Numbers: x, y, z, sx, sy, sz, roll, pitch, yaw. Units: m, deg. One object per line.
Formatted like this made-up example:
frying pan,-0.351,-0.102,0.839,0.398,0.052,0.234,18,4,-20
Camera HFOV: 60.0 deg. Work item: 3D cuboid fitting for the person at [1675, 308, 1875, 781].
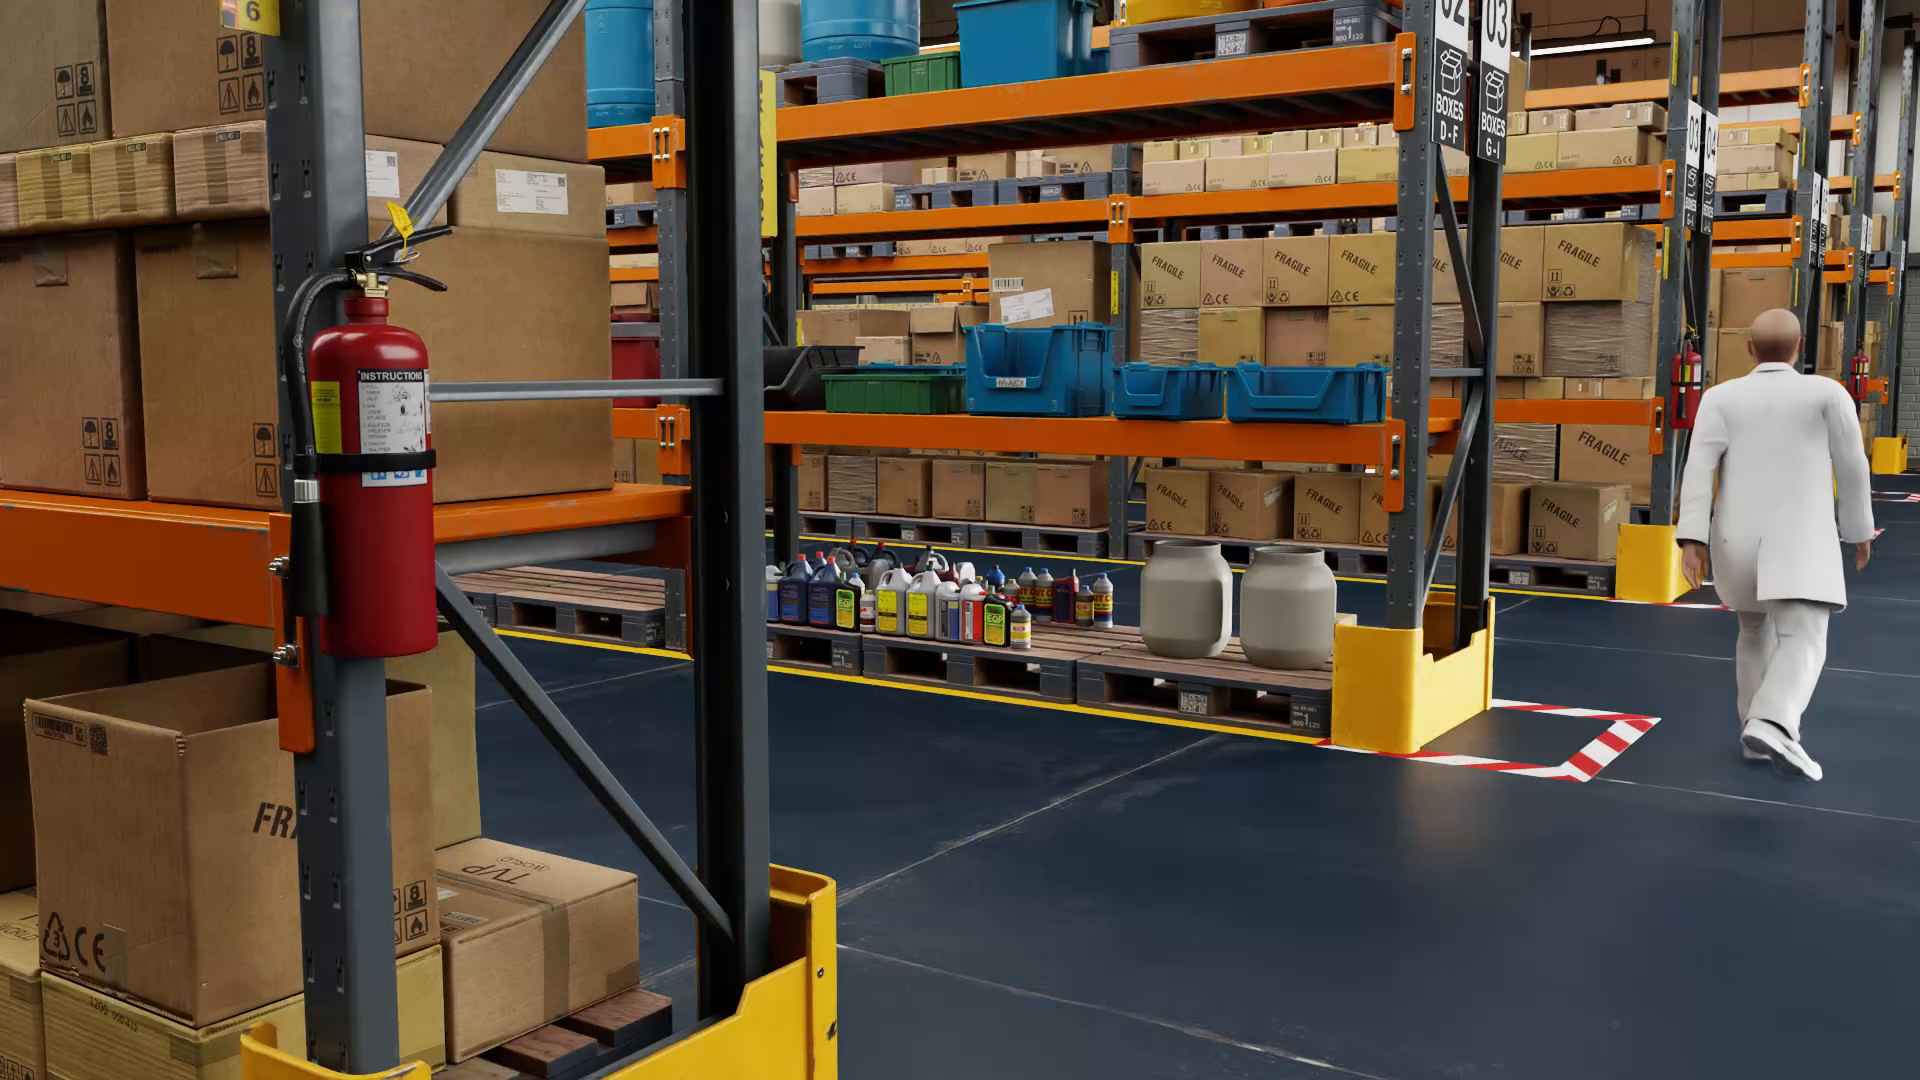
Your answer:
person,2.990,0.012,6.154,0.614,1.730,1.100,5,8,39
